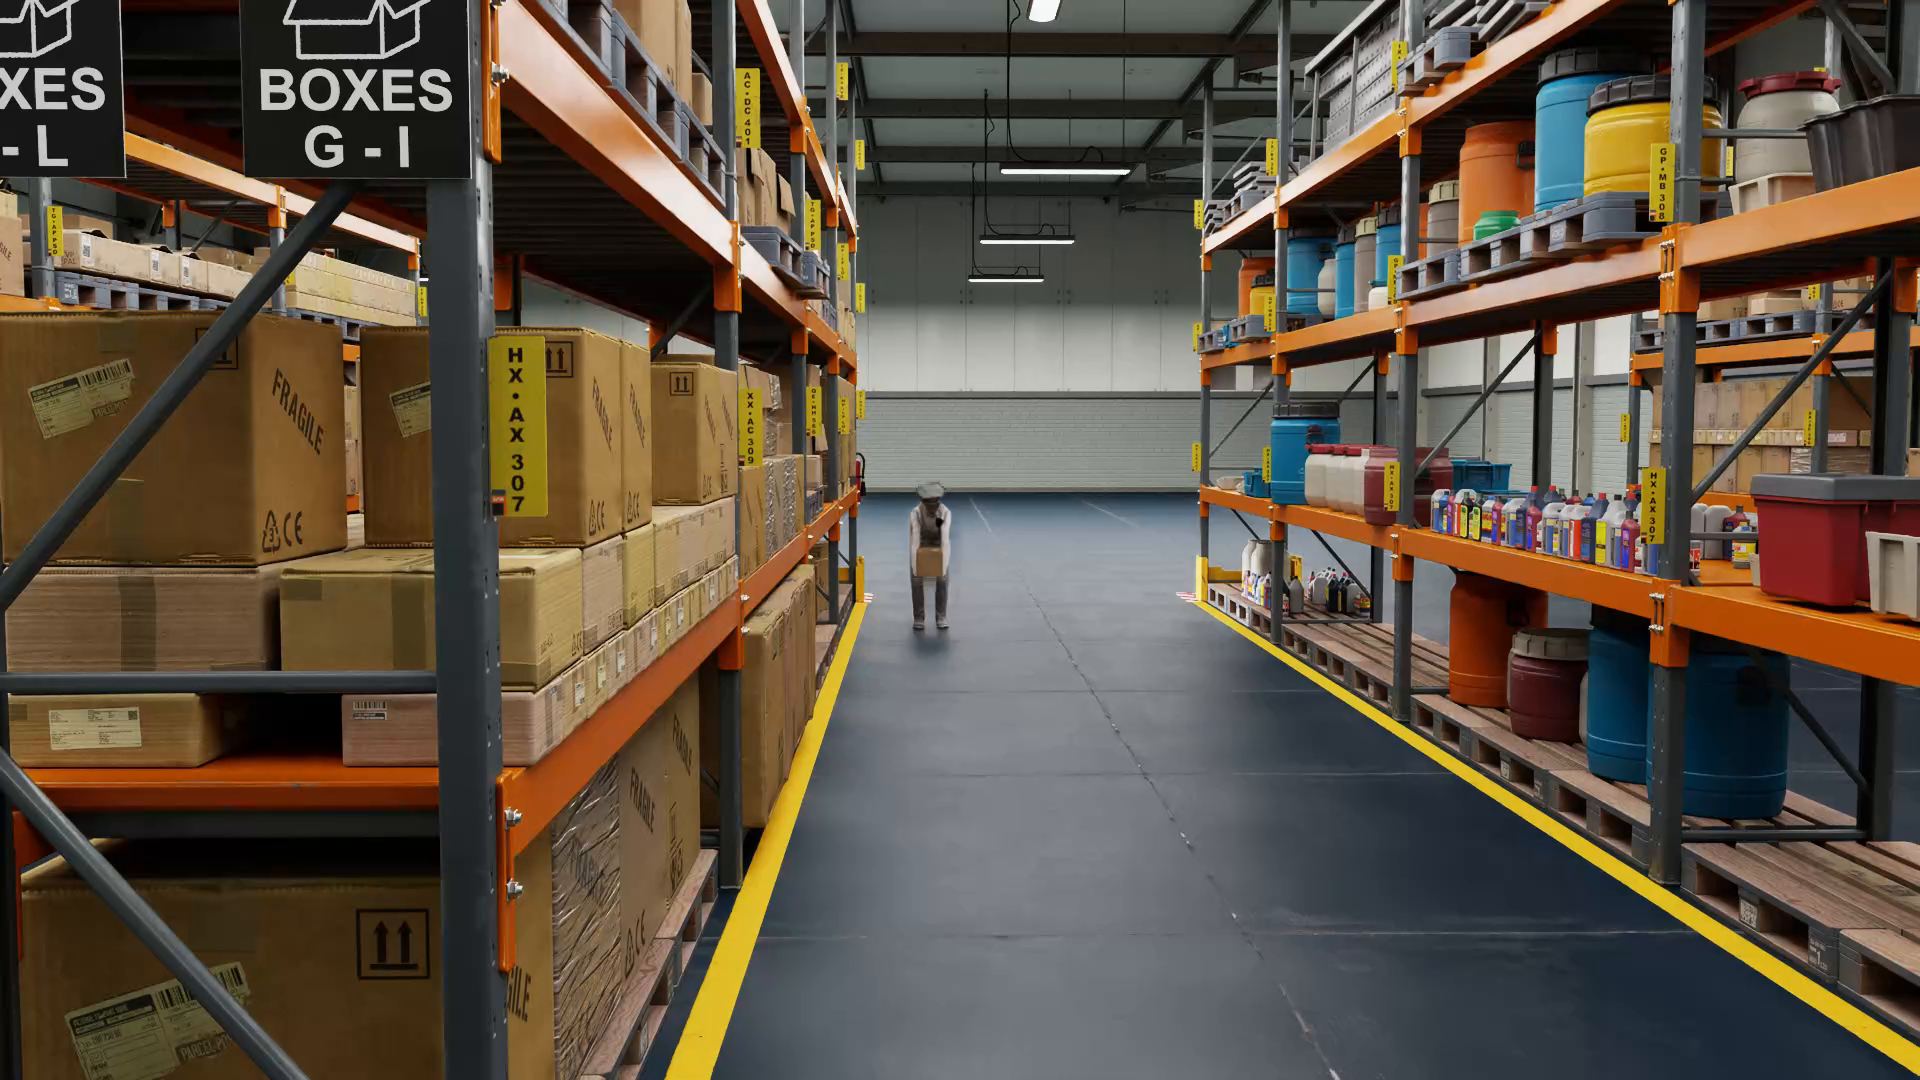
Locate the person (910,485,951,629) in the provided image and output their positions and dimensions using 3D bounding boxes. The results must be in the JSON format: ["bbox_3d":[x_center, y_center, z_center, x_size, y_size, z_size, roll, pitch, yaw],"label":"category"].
[{"bbox_3d":[-0.288,0.169,16.298,0.404,1.428,0.814,0,4,-3],"label":"person"}]
